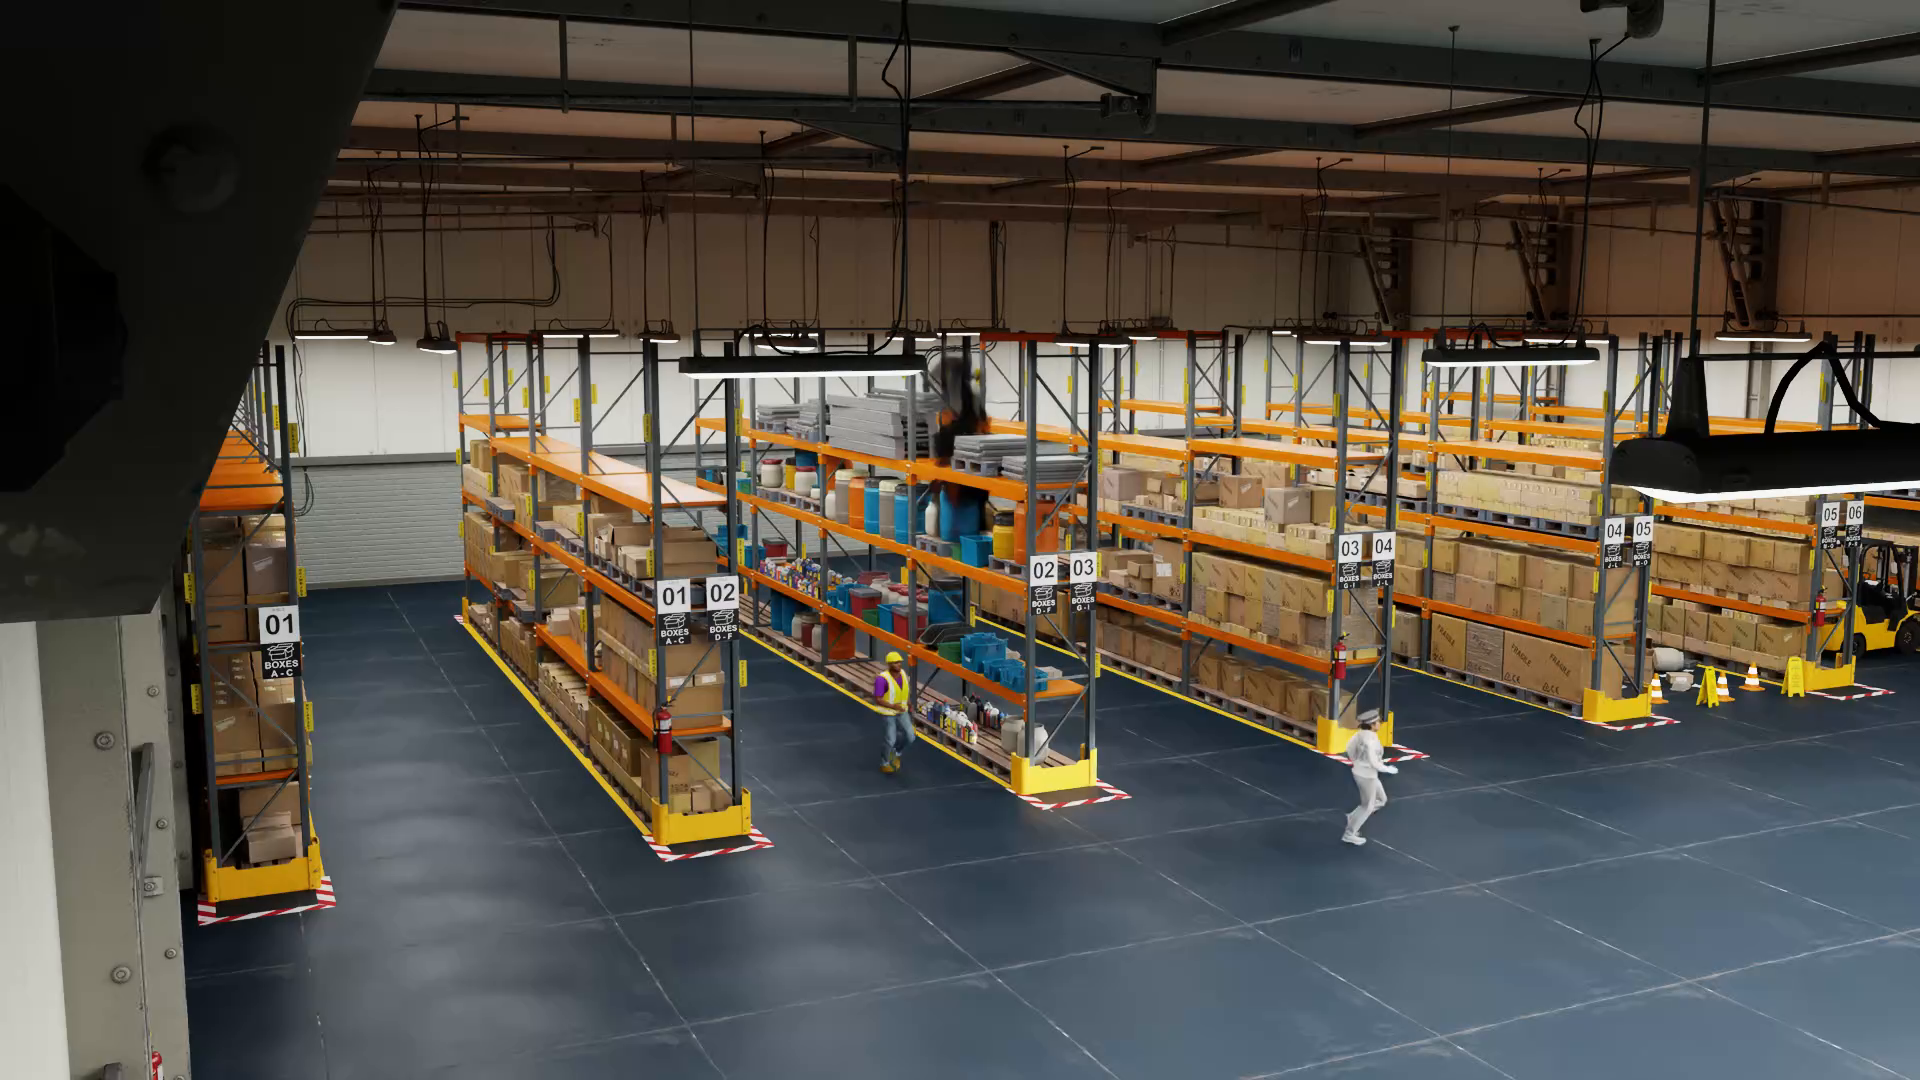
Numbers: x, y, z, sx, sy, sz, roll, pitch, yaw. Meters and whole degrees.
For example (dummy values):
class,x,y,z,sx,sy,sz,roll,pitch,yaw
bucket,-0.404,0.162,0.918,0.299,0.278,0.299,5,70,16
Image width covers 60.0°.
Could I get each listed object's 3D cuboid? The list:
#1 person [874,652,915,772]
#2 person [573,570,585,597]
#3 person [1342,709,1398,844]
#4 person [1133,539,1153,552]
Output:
class,x,y,z,sx,sy,sz,roll,pitch,yaw
person,-0.877,2.383,22.941,0.682,1.716,0.699,-6,10,-39
person,-8.310,0.747,35.477,0.607,1.641,0.737,5,9,34
person,4.924,2.832,19.966,0.633,1.646,0.592,0,8,1
person,4.628,-0.163,42.071,0.953,1.672,0.577,-4,9,-28
